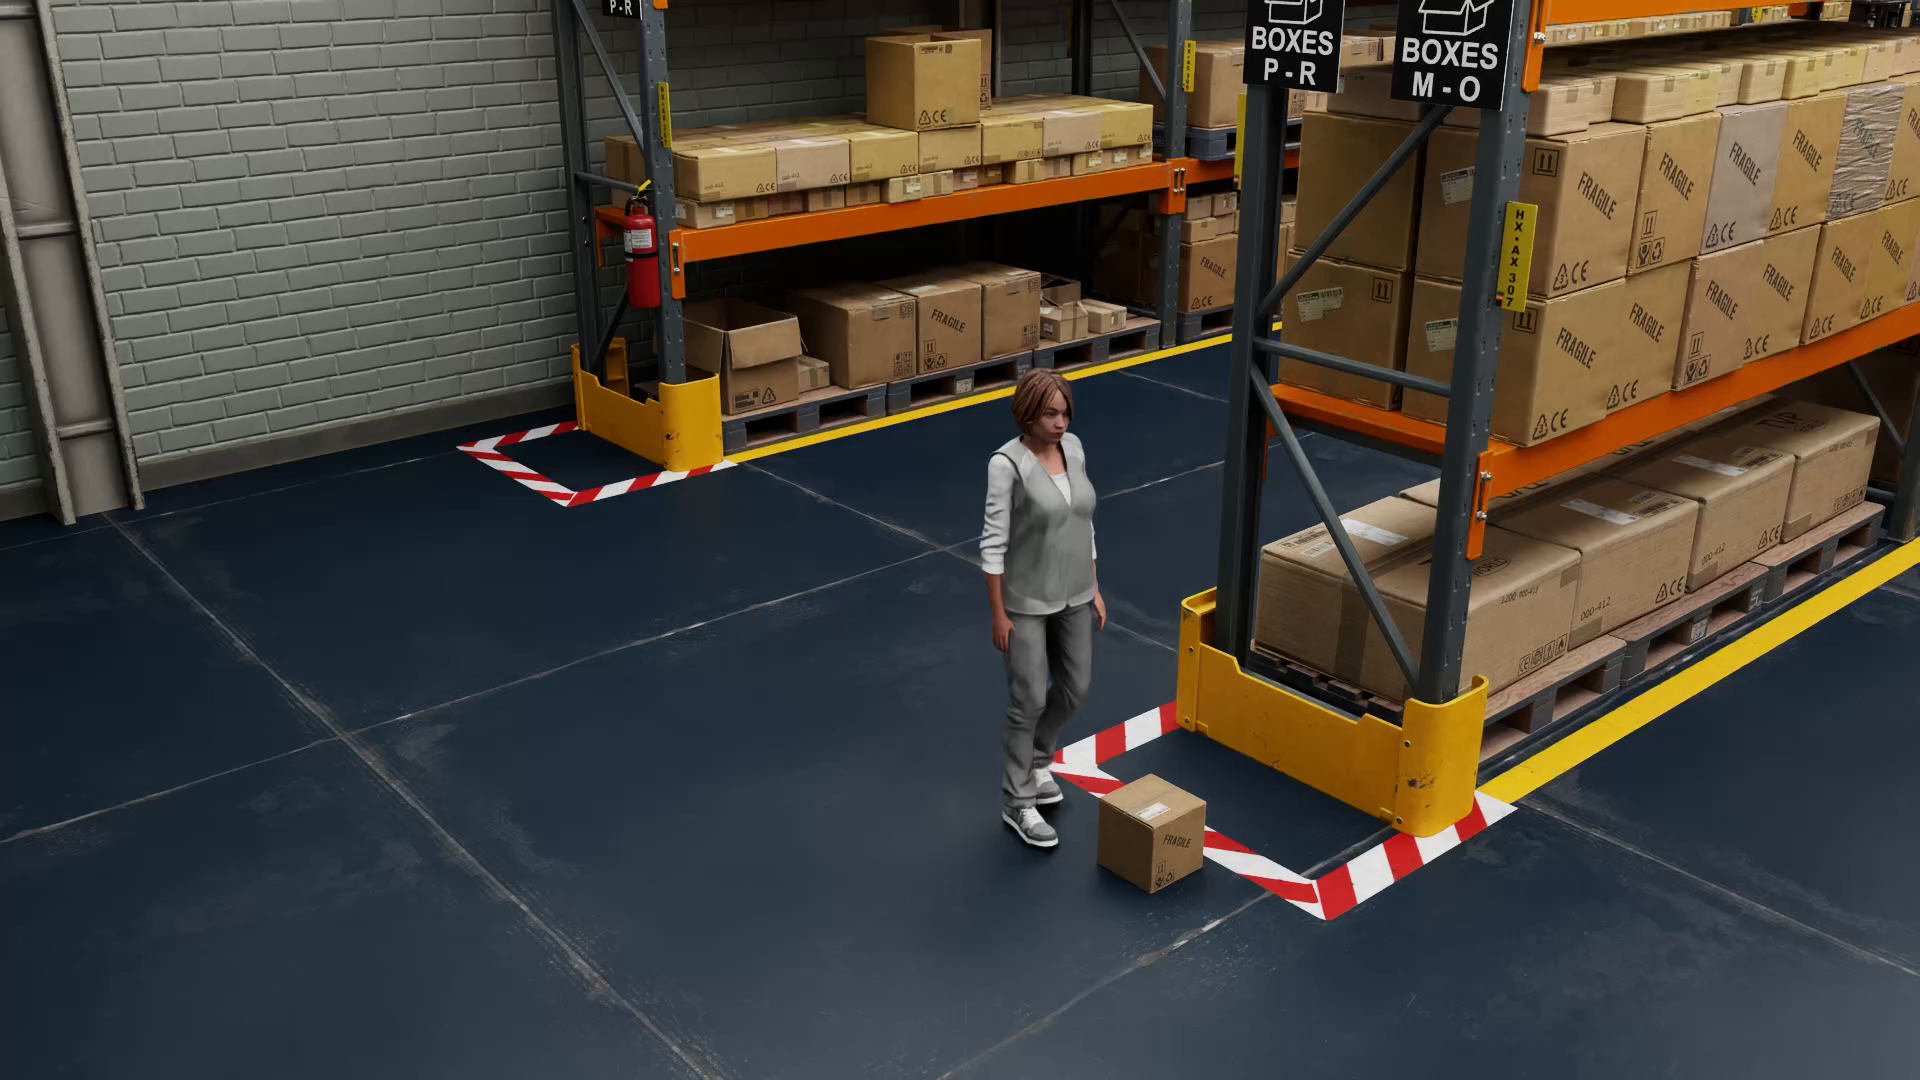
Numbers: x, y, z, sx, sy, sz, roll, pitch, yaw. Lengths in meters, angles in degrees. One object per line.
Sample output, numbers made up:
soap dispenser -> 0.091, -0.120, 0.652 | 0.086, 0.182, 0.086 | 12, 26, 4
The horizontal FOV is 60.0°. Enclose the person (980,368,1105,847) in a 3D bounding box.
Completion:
person -> 0.267, 0.219, 5.525 | 0.428, 1.594, 0.439 | -15, 26, -33
